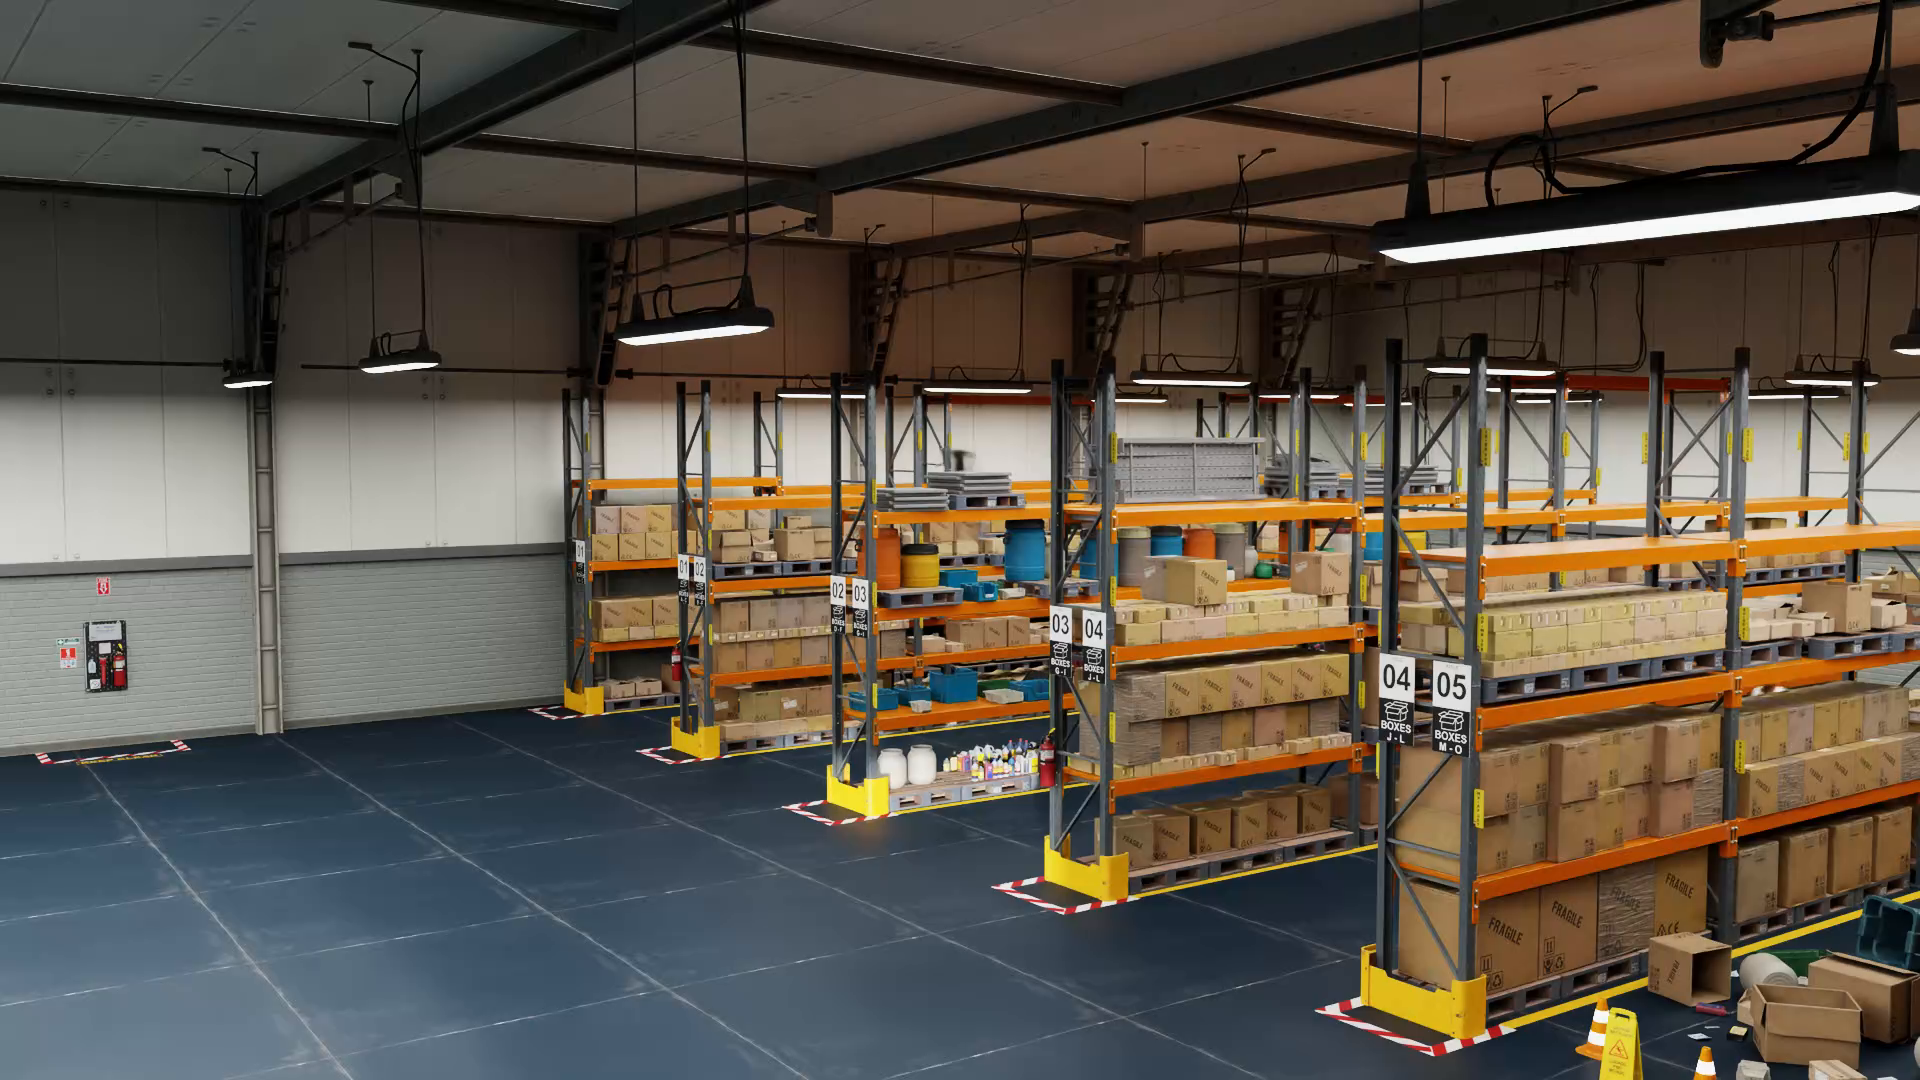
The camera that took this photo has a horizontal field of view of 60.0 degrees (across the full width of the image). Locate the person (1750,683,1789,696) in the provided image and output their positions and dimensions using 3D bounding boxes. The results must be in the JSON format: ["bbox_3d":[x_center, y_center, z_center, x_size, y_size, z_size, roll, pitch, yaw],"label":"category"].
[{"bbox_3d":[11.673,2.738,23.989,0.790,1.784,0.669,-2,4,-34],"label":"person"}]
